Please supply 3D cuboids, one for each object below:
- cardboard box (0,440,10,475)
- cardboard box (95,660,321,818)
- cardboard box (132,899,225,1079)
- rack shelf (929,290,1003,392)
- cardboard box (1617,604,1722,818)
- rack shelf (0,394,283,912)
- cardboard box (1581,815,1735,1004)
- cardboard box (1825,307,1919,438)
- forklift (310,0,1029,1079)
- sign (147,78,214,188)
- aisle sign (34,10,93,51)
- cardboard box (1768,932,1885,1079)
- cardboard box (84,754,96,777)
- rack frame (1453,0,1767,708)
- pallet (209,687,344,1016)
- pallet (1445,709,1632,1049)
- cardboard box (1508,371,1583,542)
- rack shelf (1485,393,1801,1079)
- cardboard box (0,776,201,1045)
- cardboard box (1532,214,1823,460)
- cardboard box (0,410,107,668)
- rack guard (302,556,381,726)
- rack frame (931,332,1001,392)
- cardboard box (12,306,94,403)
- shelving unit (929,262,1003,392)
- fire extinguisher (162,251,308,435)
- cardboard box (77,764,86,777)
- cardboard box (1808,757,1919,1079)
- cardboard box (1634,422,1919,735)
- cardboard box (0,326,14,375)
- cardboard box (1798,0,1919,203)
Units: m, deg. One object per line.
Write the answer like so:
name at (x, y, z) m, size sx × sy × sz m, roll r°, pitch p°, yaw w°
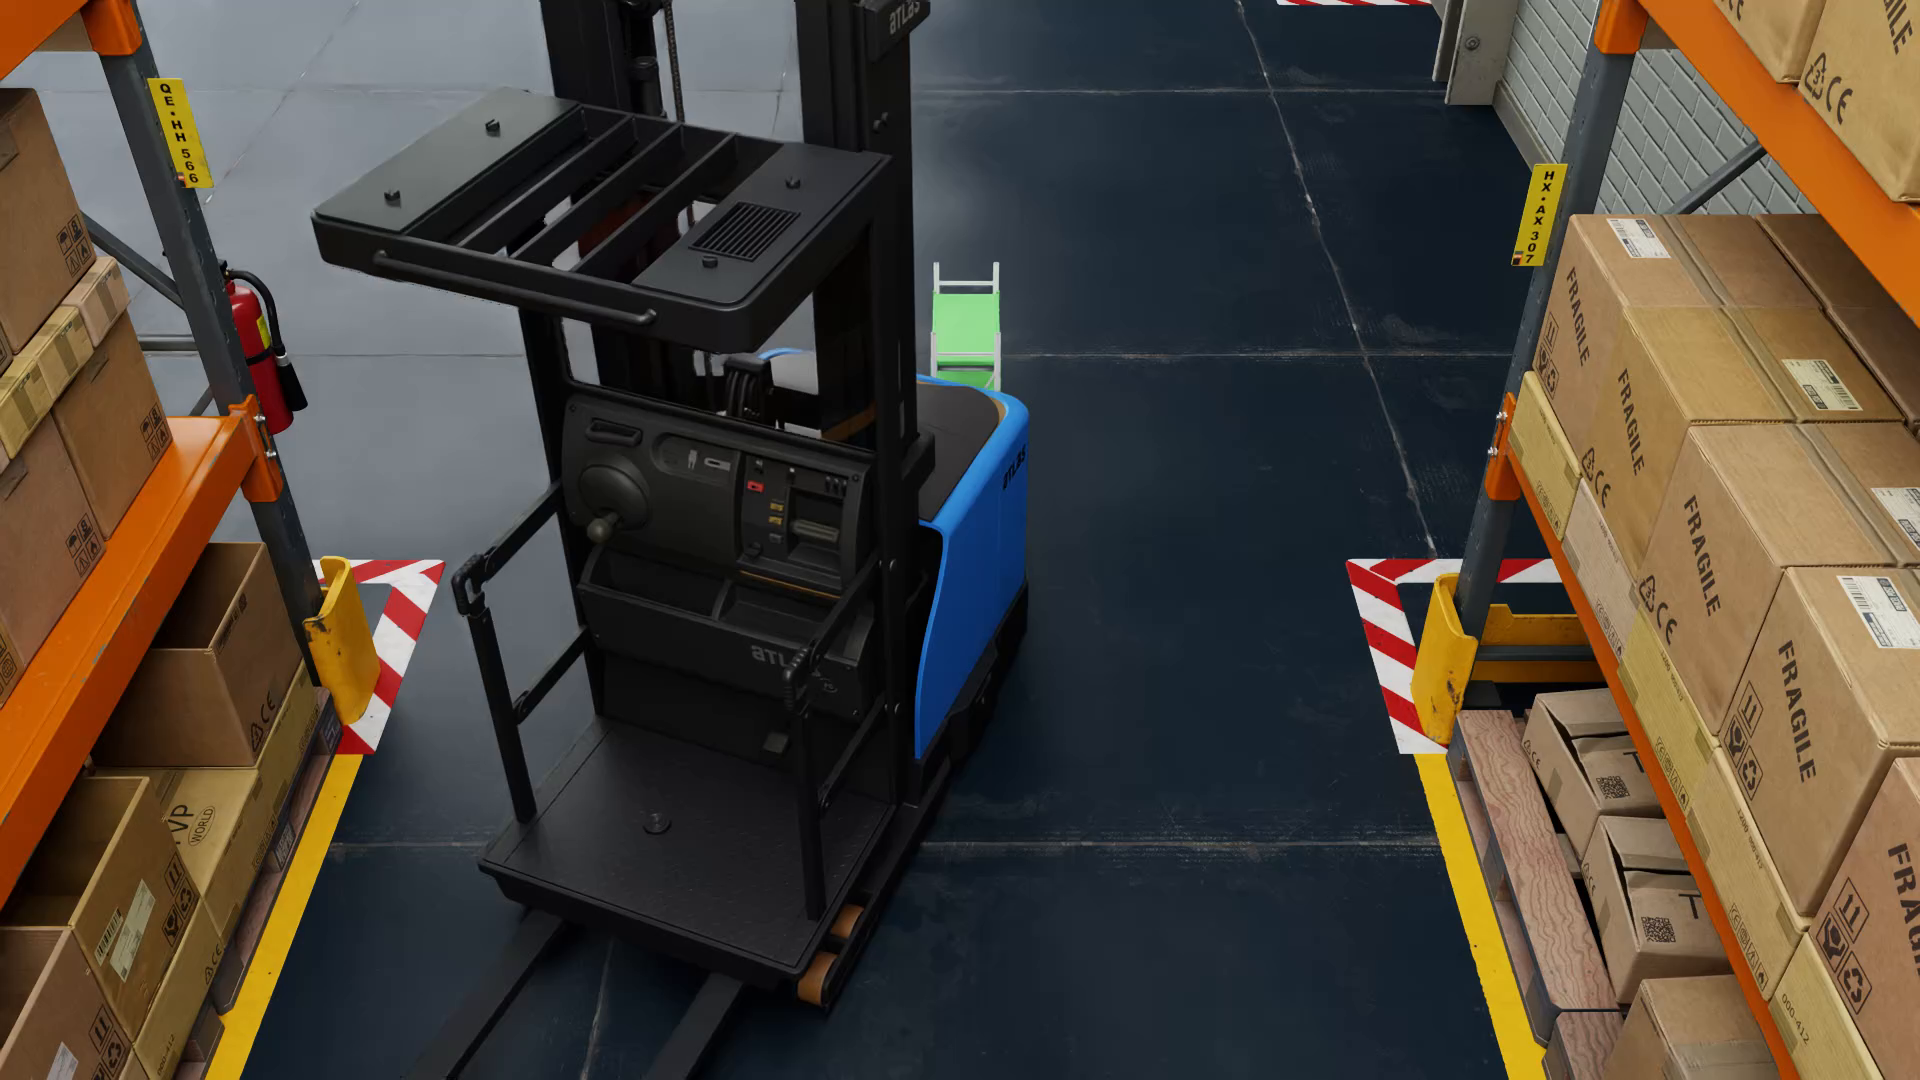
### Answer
cardboard box at (-2.533, -0.172, 3.967) m, size 0.380 × 0.149 × 0.250 m, roll 0°, pitch 39°, yaw 1°
cardboard box at (-2.428, 0.645, 5.410) m, size 0.500 × 0.250 × 0.500 m, roll 0°, pitch 39°, yaw 0°
cardboard box at (-2.413, 1.270, 4.629) m, size 0.500 × 0.250 × 0.500 m, roll 0°, pitch 39°, yaw 0°
rack shelf at (0.022, -0.719, 6.022) m, size 0.258 × 0.148 × 0.480 m, roll 0°, pitch 39°, yaw 0°
cardboard box at (1.922, 0.394, 3.964) m, size 0.500 × 0.250 × 0.500 m, roll -1°, pitch 39°, yaw -1°
rack shelf at (-2.722, 0.932, 3.764) m, size 1.077 × 0.370 × 4.000 m, roll 0°, pitch 39°, yaw 0°
cardboard box at (2.141, 1.061, 4.825) m, size 0.500 × 0.311 × 0.500 m, roll 3°, pitch 39°, yaw 4°
cardboard box at (2.433, -0.238, 4.152) m, size 0.500 × 0.500 × 0.500 m, roll 0°, pitch 39°, yaw 1°
forklift at (-0.774, -0.049, 4.467) m, size 1.130 × 2.935 × 3.031 m, roll 14°, pitch 41°, yaw 17°
sign at (-2.182, -1.135, 4.653) m, size 0.100 × 0.325 × 0.005 m, roll 0°, pitch 39°, yaw 0°
aisle sign at (-2.431, -1.655, 4.338) m, size 0.394 × 0.787 × 0.004 m, roll 0°, pitch 39°, yaw 0°
cardboard box at (1.922, 1.025, 3.177) m, size 0.500 × 0.250 × 0.500 m, roll 0°, pitch 39°, yaw 0°
cardboard box at (-2.946, 0.645, 5.409) m, size 0.500 × 0.250 × 0.500 m, roll 0°, pitch 39°, yaw 0°
rack frame at (2.229, -0.605, 5.107) m, size 1.000 × 3.000 × 0.127 m, roll 0°, pitch 39°, yaw 0°
pallet at (-2.682, 0.967, 5.375) m, size 1.003 × 0.211 × 1.213 m, roll 0°, pitch 39°, yaw 0°
pallet at (2.195, 1.038, 5.285) m, size 1.003 × 0.211 × 1.213 m, roll 0°, pitch 39°, yaw 0°
cardboard box at (1.912, -0.249, 4.766) m, size 0.500 × 0.250 × 0.500 m, roll -1°, pitch 39°, yaw -1°
rack shelf at (2.232, 0.926, 3.771) m, size 1.077 × 0.370 × 4.000 m, roll 0°, pitch 39°, yaw 0°
cardboard box at (-2.410, 0.977, 4.395) m, size 0.500 × 0.500 × 0.500 m, roll 0°, pitch 39°, yaw 0°
cardboard box at (1.929, -0.549, 4.540) m, size 0.500 × 0.500 × 0.500 m, roll 0°, pitch 39°, yaw 0°
cardboard box at (-2.731, -0.018, 4.294) m, size 0.700 × 0.500 × 0.500 m, roll 1°, pitch 39°, yaw 1°
rack guard at (-2.724, 0.361, 5.900) m, size 1.175 × 0.500 × 0.348 m, roll 0°, pitch 39°, yaw 0°
rack frame at (0.020, -0.242, 6.092) m, size 0.240 × 1.200 × 0.015 m, roll 0°, pitch 39°, yaw 0°
cardboard box at (-2.532, -0.489, 4.363) m, size 0.380 × 0.149 × 0.250 m, roll 1°, pitch 39°, yaw 1°
shelving unit at (0.022, -0.394, 6.282) m, size 0.258 × 1.200 × 0.503 m, roll 0°, pitch 39°, yaw 0°
fire extinguisher at (-2.260, -0.644, 5.216) m, size 0.296 × 0.674 × 0.183 m, roll 0°, pitch 39°, yaw 0°
cardboard box at (-2.944, 0.665, 4.785) m, size 0.500 × 0.500 × 0.500 m, roll 0°, pitch 39°, yaw 0°
cardboard box at (1.928, 0.732, 2.943) m, size 0.500 × 0.500 × 0.500 m, roll -1°, pitch 39°, yaw -1°
cardboard box at (1.914, 0.084, 3.751) m, size 0.500 × 0.500 × 0.500 m, roll -1°, pitch 39°, yaw -2°
cardboard box at (-2.731, -0.491, 3.846) m, size 0.700 × 0.500 × 0.500 m, roll -1°, pitch 39°, yaw -1°
cardboard box at (1.949, -0.953, 3.046) m, size 0.500 × 0.500 × 0.500 m, roll 2°, pitch 39°, yaw 2°
